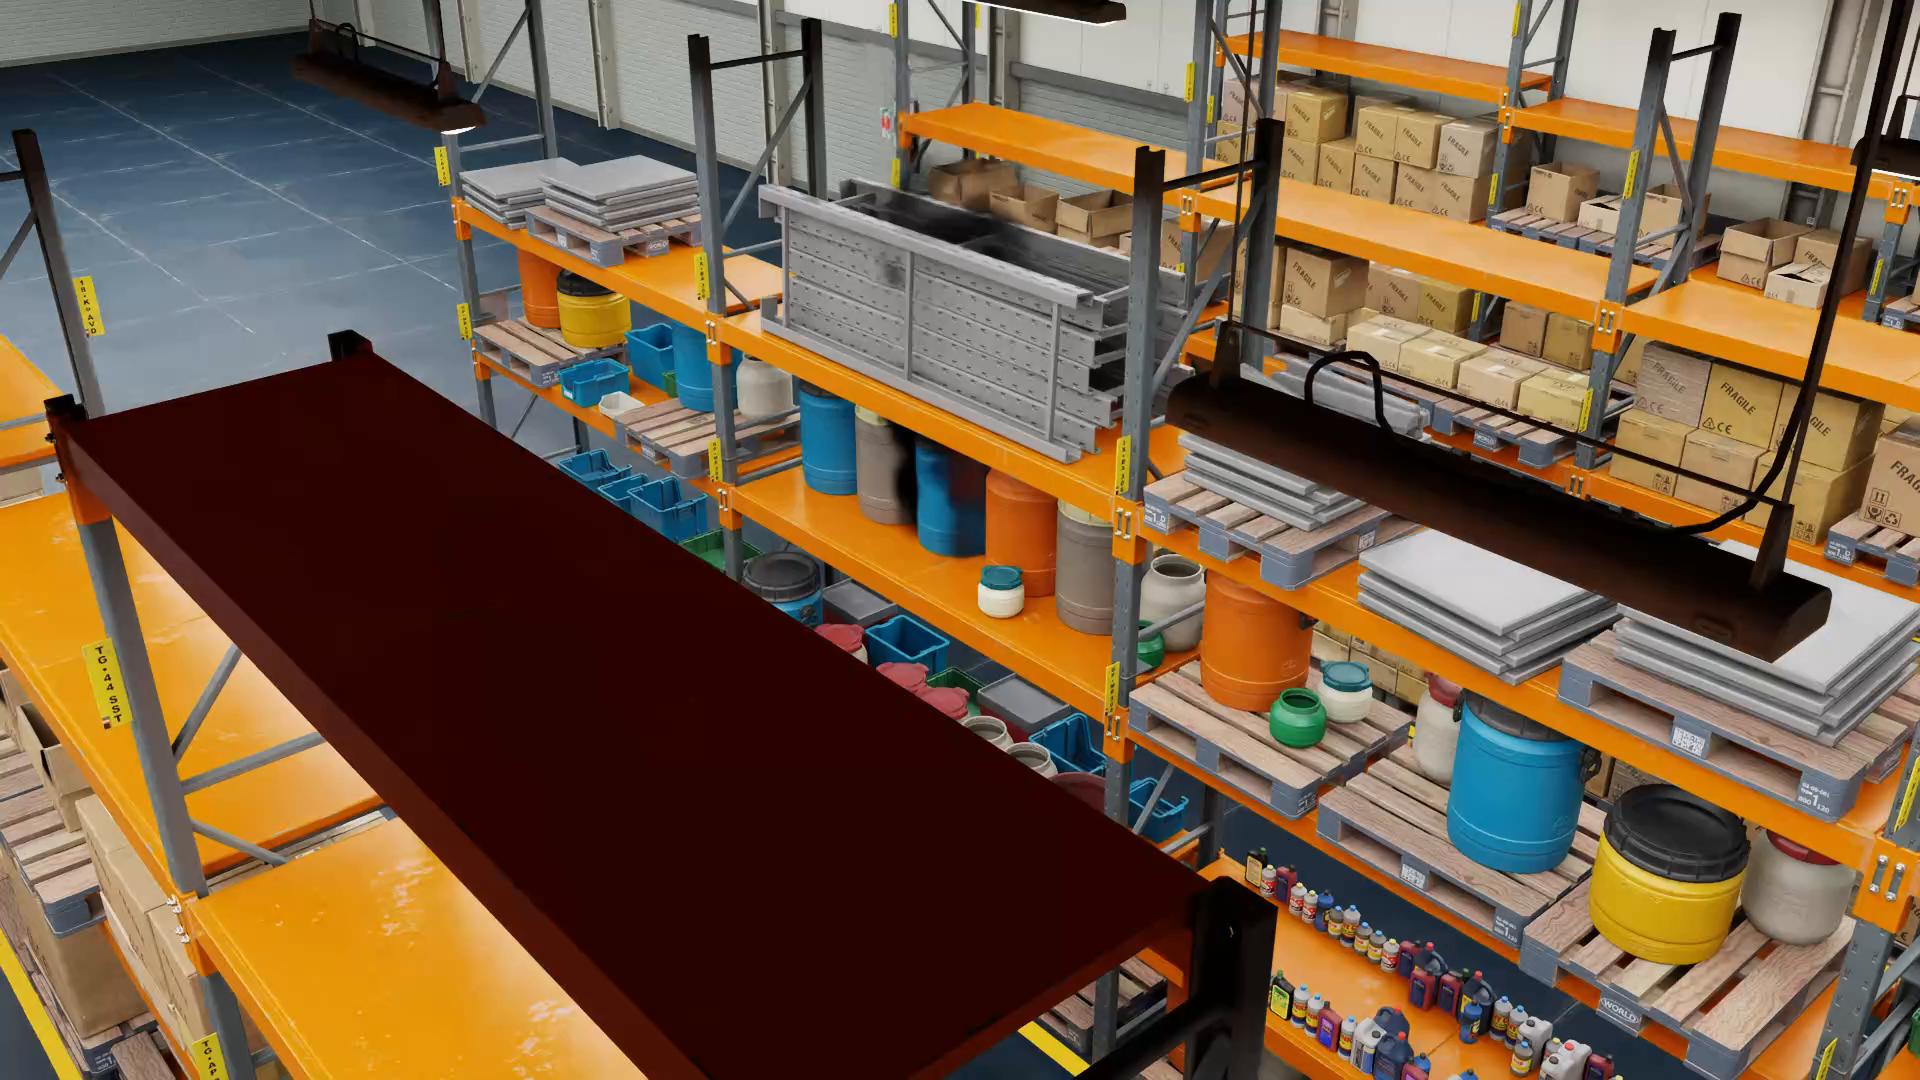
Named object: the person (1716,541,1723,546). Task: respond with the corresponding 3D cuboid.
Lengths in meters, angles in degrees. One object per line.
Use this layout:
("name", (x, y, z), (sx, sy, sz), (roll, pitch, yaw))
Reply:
("person", (6.504, 0.724, 14.266), (0.703, 1.724, 0.610), (-20, 33, -33))
